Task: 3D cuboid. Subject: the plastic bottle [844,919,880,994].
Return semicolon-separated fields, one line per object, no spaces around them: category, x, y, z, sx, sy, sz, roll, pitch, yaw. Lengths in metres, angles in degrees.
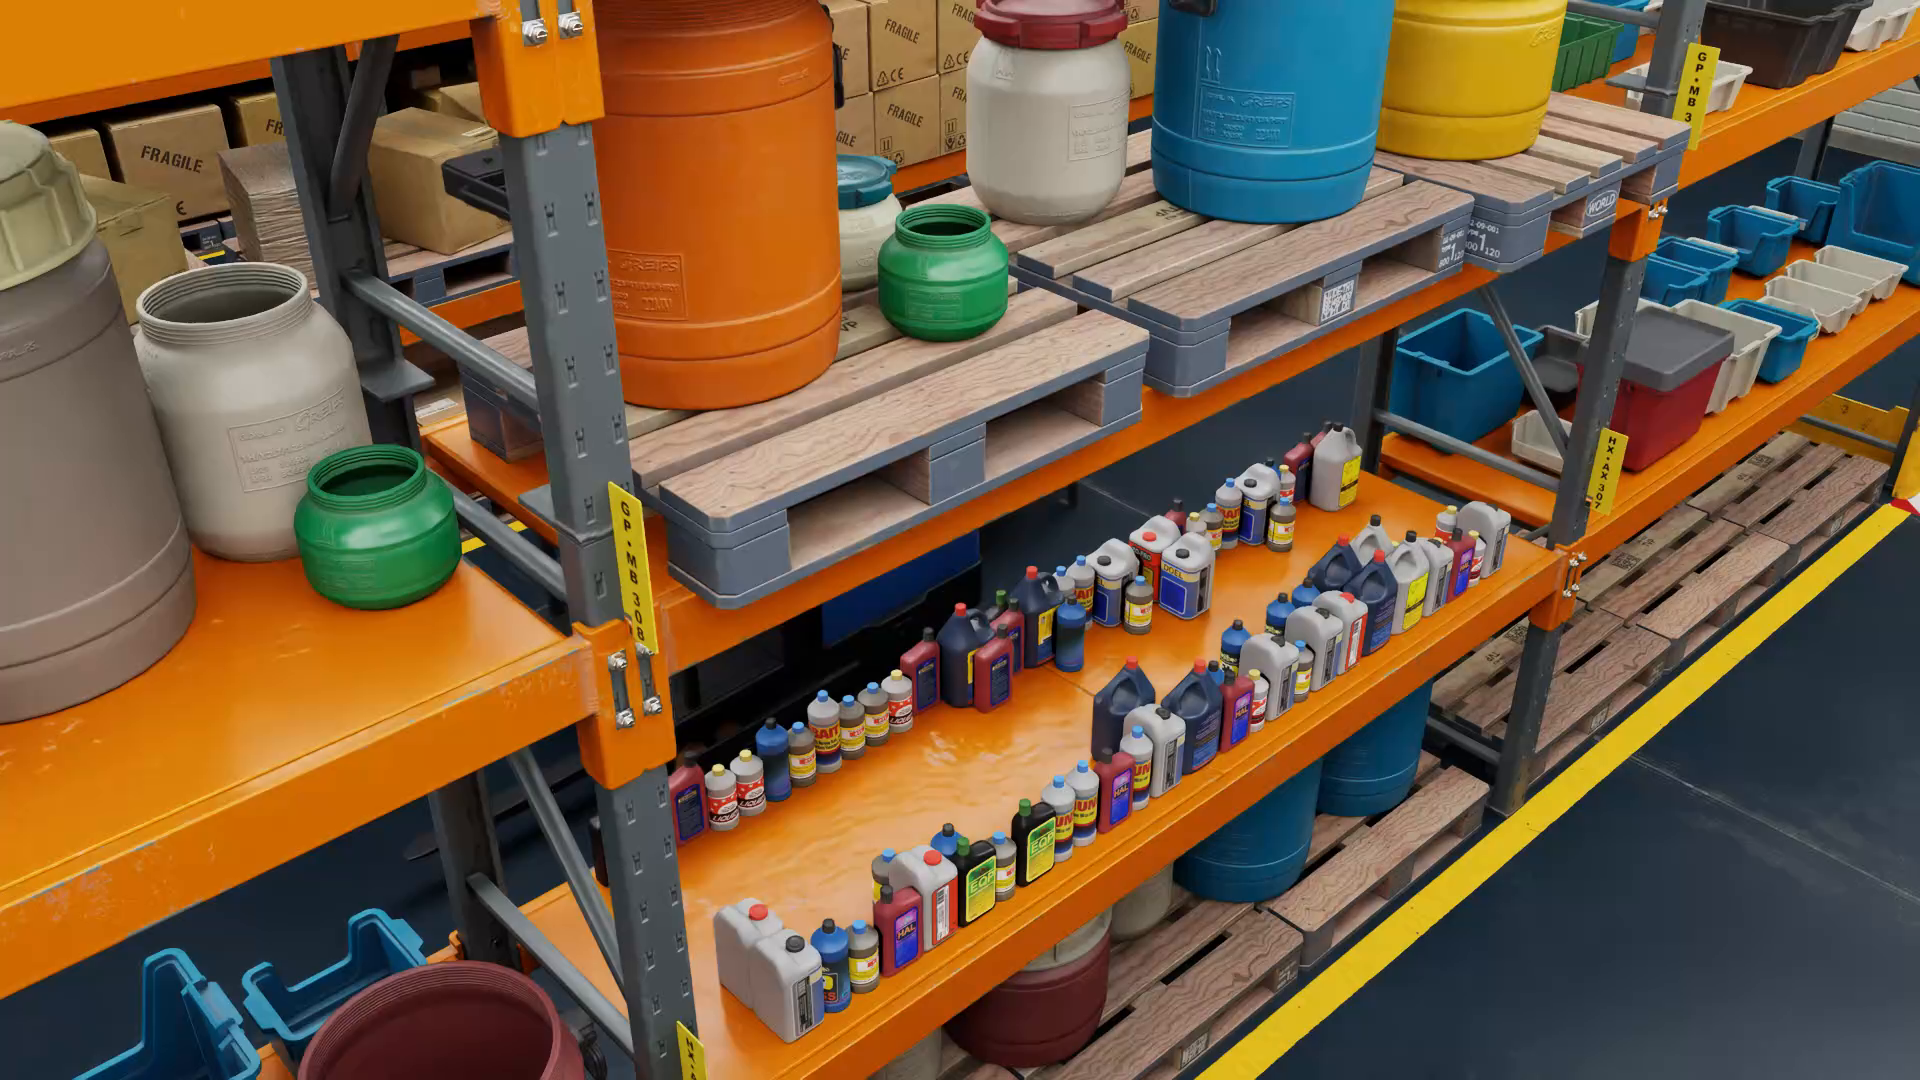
plastic bottle;-0.258;1.070;4.315;0.097;0.201;0.097;0;31;0

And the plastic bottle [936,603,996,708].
plastic bottle;0.019;0.349;5.351;0.185;0.351;0.144;-26;40;-35

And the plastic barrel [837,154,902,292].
plastic barrel;-0.284;-0.756;3.965;0.301;0.262;0.301;0;31;0

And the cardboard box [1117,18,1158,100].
cardboard box;1.009;-3.248;11.090;0.500;0.500;0.500;-25;40;-35

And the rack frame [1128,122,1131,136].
rack frame;1.530;-3.653;11.849;0.127;3.000;1.000;-26;40;-35

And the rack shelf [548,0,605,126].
rack shelf;0.496;-1.711;3.995;4.000;0.370;1.077;-26;40;-35

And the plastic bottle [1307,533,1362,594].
plastic bottle;1.277;0.144;5.686;0.185;0.351;0.144;-26;40;-35

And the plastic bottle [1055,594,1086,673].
plastic bottle;0.367;0.301;5.507;0.097;0.271;0.097;0;31;0

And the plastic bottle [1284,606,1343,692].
plastic bottle;1.157;0.334;5.447;0.135;0.276;0.152;-26;40;-35

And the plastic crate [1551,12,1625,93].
plastic crate;2.068;-1.794;6.136;0.662;0.188;0.450;-26;40;-35

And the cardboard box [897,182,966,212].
cardboard box;-0.028;-2.026;11.158;0.637;0.503;0.797;-26;40;-35

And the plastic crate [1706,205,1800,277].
plastic crate;4.008;-1.516;8.457;0.300;0.233;0.416;-26;40;-35

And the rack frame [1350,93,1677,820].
rack frame;1.963;-0.338;6.428;0.127;3.000;1.000;-26;40;-35

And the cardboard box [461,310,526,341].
cardboard box;-2.656;-1.243;9.162;0.500;0.250;0.500;-26;40;-35

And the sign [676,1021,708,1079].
sign;-0.591;1.219;3.725;0.005;0.325;0.100;-26;40;-35

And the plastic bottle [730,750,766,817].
plastic bottle;-0.626;0.708;4.907;0.097;0.201;0.097;0;31;0

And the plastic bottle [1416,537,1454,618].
plastic bottle;1.625;0.108;5.818;0.135;0.276;0.152;-26;40;-35

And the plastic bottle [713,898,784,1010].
plastic bottle;-0.537;1.045;4.284;0.135;0.276;0.152;-26;40;-35

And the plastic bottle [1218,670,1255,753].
plastic bottle;0.848;0.513;5.148;0.133;0.283;0.061;-26;40;-35

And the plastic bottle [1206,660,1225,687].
plastic bottle;0.781;0.494;5.190;0.097;0.271;0.097;0;31;0

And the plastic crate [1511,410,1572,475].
plastic crate;2.401;-0.362;6.662;0.243;0.136;0.396;-26;40;-35

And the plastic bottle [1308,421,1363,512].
plastic bottle;1.454;-0.302;6.416;0.185;0.351;0.144;-26;40;-35

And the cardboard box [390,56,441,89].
cardboard box;-4.397;-3.768;13.409;0.250;0.149;0.380;-26;40;-36

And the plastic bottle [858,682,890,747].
plastic bottle;-0.269;0.536;5.189;0.097;0.201;0.097;0;31;0

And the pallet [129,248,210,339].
pallet;-3.886;-1.001;7.696;1.003;0.211;1.213;-26;40;-35

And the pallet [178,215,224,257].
pallet;-6.183;-2.201;12.147;1.213;0.211;1.003;-26;40;-35

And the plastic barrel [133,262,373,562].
plastic barrel;-1.407;-0.254;3.308;0.421;0.512;0.421;0;31;0

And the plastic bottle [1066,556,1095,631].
plastic bottle;0.411;0.176;5.710;0.097;0.271;0.097;0;31;0

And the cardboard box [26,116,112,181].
cardboard box;-6.431;-2.490;11.605;0.750;0.750;0.750;-26;40;-36

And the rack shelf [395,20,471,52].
rack shelf;-3.307;-4.531;13.974;4.000;0.370;1.077;-26;40;-35

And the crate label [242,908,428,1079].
crate label;-1.534;1.158;4.142;0.416;0.233;0.303;-26;40;-35

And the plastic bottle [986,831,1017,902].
plastic bottle;0.107;0.893;4.604;0.097;0.201;0.097;0;31;0

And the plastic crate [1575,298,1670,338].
plastic crate;3.035;-0.984;7.679;0.466;0.136;0.293;-26;40;-35

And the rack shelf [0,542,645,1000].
rack shelf;-2.437;0.817;2.353;4.000;0.370;1.077;-26;40;-35

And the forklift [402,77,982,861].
forklift;-1.280;-0.528;6.804;1.130;2.935;3.031;27;40;37

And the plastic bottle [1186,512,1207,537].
plastic bottle;0.849;-0.006;6.074;0.097;0.201;0.097;0;31;0

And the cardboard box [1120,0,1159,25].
cardboard box;1.021;-3.680;10.839;0.500;0.500;0.500;-25;39;-34

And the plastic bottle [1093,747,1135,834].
plastic bottle;0.445;0.708;4.829;0.133;0.283;0.061;-26;40;-35

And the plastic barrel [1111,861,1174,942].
plastic barrel;0.558;1.148;5.980;0.421;0.512;0.421;0;31;0

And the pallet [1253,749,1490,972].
pallet;1.368;1.109;6.734;1.213;0.211;1.003;-26;40;-35

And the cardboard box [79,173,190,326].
cardboard box;-3.951;-1.304;7.509;0.700;0.500;0.500;15;35;23

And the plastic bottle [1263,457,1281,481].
plastic bottle;1.162;-0.187;6.304;0.097;0.271;0.097;0;31;0

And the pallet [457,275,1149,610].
pallet;-0.343;-0.353;3.757;1.213;0.211;1.003;-26;40;-35

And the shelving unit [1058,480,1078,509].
shelving unit;0.094;-0.714;8.480;0.538;1.500;1.048;27;40;37

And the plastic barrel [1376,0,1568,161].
plastic barrel;1.431;-1.476;4.830;0.600;0.588;0.600;0;31;0

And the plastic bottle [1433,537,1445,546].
plastic bottle;1.688;0.085;5.925;0.097;0.201;0.097;0;31;0

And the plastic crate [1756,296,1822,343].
plastic crate;3.806;-0.994;7.696;0.250;0.136;0.298;-26;40;-35
